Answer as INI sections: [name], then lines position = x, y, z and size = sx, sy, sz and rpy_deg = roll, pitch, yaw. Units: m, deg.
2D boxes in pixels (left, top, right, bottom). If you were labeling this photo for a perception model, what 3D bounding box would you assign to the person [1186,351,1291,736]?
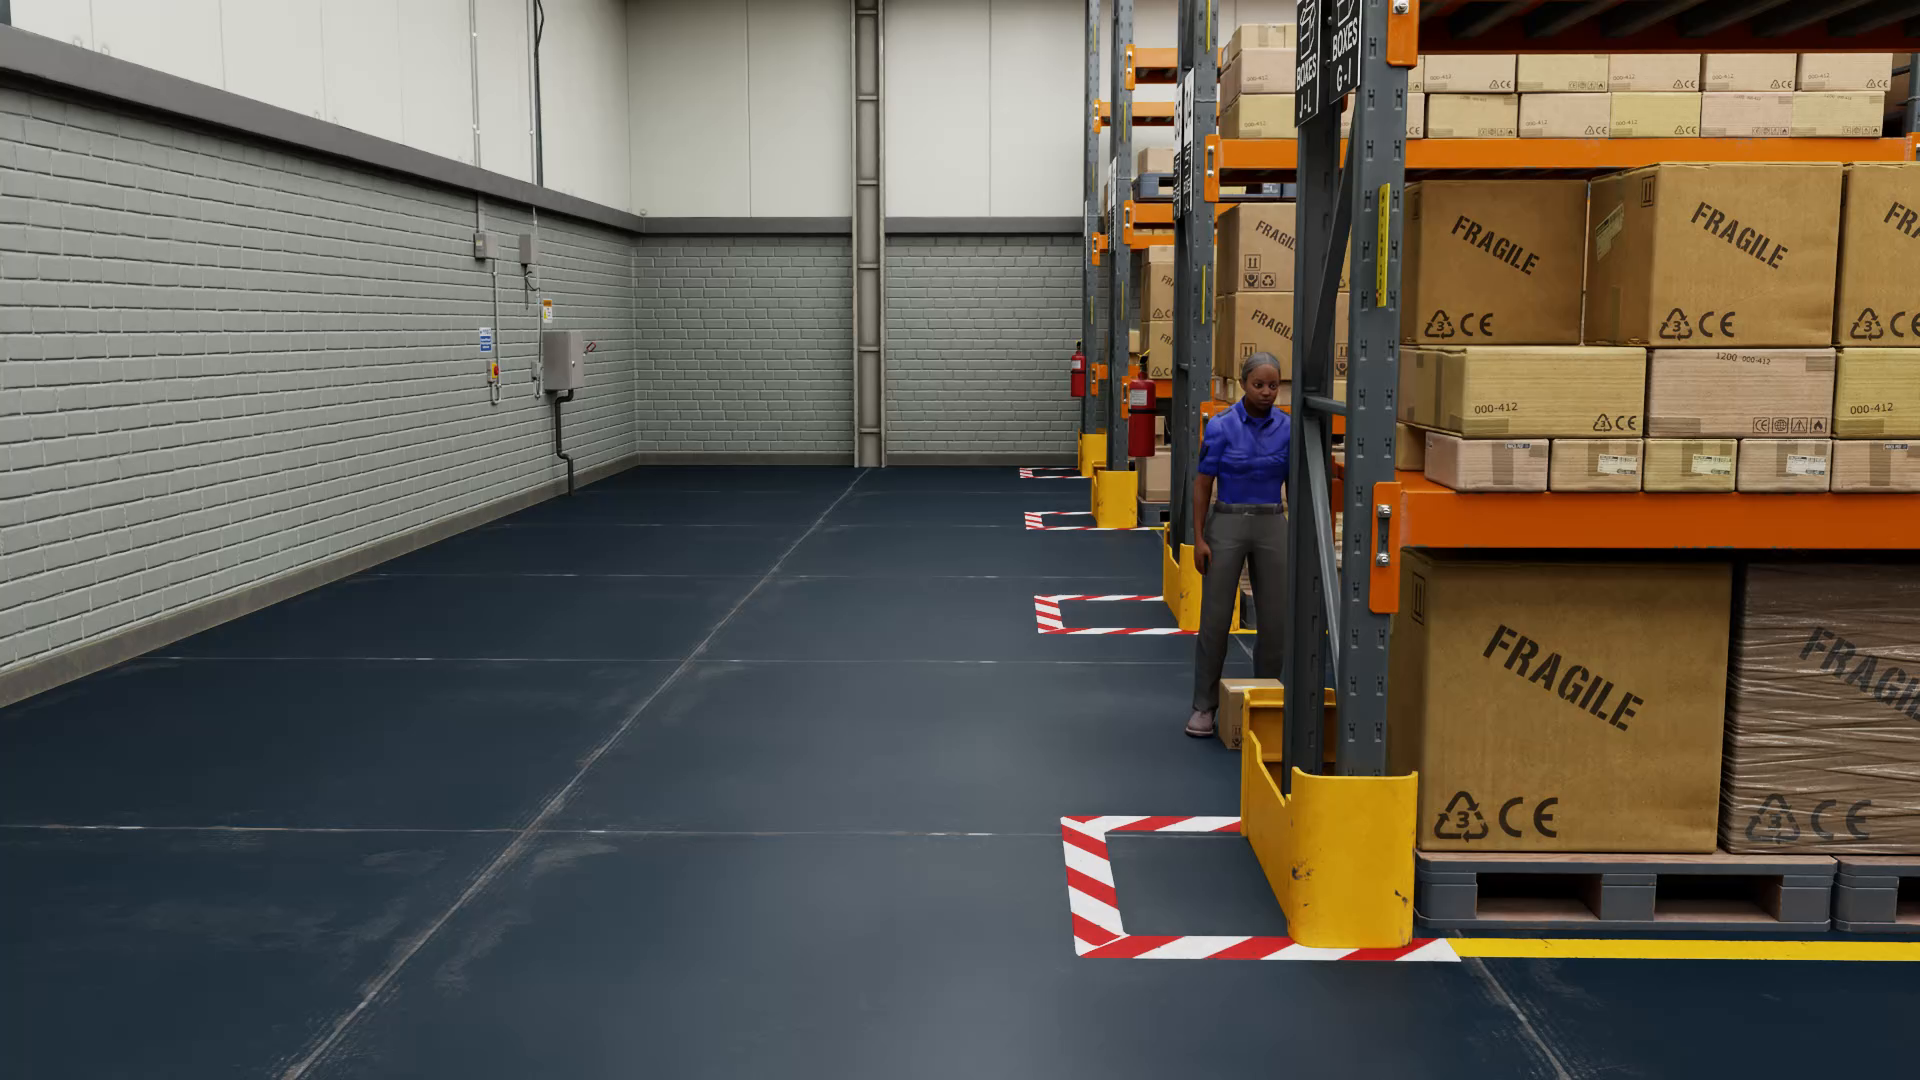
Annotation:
[person]
position = 1.240, 0.012, 7.204
size = 0.524, 1.653, 0.348
rpy_deg = 0, 7, -2
